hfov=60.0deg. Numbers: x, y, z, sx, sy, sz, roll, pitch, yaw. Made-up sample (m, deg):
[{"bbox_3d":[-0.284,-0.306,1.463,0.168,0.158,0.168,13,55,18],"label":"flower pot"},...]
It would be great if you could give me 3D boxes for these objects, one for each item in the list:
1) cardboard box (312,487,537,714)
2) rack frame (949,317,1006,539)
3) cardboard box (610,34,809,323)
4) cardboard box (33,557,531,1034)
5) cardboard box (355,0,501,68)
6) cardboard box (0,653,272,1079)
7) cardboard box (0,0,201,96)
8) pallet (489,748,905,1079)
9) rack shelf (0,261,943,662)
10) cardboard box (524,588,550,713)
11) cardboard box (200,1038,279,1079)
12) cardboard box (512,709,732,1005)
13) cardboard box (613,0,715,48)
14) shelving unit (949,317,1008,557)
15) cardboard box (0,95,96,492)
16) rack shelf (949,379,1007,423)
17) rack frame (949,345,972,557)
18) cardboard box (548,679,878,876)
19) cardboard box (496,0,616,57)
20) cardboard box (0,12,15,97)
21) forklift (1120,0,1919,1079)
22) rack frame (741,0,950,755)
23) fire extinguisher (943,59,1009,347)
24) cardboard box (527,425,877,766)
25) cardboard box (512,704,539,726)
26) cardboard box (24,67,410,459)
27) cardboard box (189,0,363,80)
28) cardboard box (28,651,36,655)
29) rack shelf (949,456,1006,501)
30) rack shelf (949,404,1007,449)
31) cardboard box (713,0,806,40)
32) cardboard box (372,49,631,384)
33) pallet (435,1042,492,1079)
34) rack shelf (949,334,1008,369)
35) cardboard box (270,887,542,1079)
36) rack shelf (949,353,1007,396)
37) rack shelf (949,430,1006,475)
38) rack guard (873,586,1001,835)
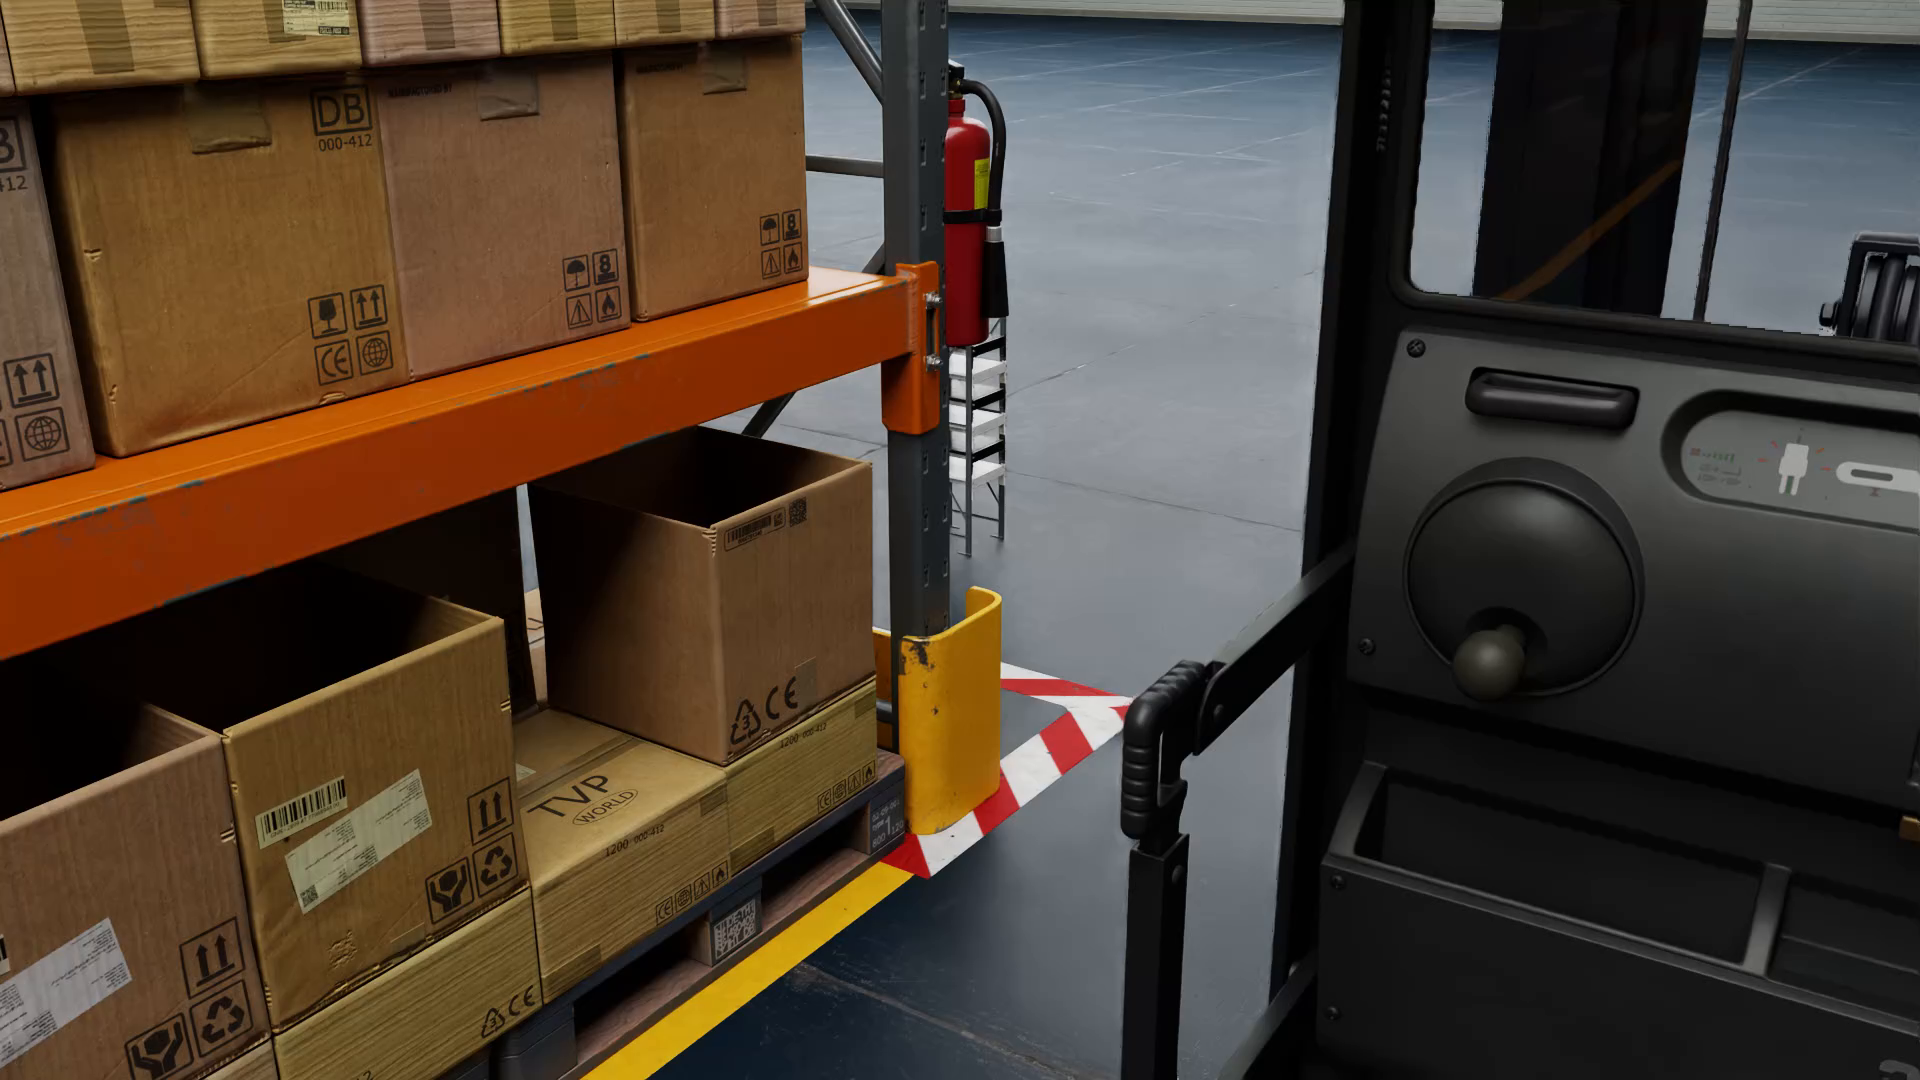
[{"bbox_3d":[-1.234,0.133,3.360,0.500,0.500,0.500,13,24,32],"label":"cardboard box"},{"bbox_3d":[0.053,-0.449,5.681,0.240,0.900,0.006,13,24,32],"label":"rack frame"},{"bbox_3d":[-0.742,-0.778,3.400,0.700,0.500,0.500,13,24,32],"label":"cardboard box"},{"bbox_3d":[-1.075,0.380,2.691,0.500,0.500,0.500,13,24,32],"label":"cardboard box"},{"bbox_3d":[-0.959,-0.846,2.650,0.380,0.149,0.250,14,24,33],"label":"cardboard box"},{"bbox_3d":[-1.357,0.523,2.304,0.500,0.500,0.500,13,24,32],"label":"cardboard box"},{"bbox_3d":[-1.253,-0.695,2.241,0.380,0.149,0.250,14,25,33],"label":"cardboard box"},{"bbox_3d":[-0.865,0.673,3.642,1.003,0.211,1.213,13,24,32],"label":"pallet"},{"bbox_3d":[-1.594,0.049,2.347,1.077,0.370,4.000,13,24,32],"label":"rack shelf"},{"bbox_3d":[-0.955,0.341,3.879,0.500,0.250,0.500,13,24,32],"label":"cardboard box"},{"bbox_3d":[-1.360,0.874,2.436,0.500,0.250,0.500,13,24,32],"label":"cardboard box"},{"bbox_3d":[-0.798,0.587,3.211,0.500,0.250,0.500,13,24,32],"label":"cardboard box"},{"bbox_3d":[-0.673,-0.992,3.043,0.380,0.149,0.250,14,24,33],"label":"cardboard box"},{"bbox_3d":[-0.005,-0.420,5.603,0.258,0.900,0.210,13,24,32],"label":"shelving unit"},{"bbox_3d":[-1.610,-0.333,2.198,0.700,0.500,0.500,14,25,33],"label":"cardboard box"},{"bbox_3d":[-0.005,-0.473,5.583,0.258,0.077,0.200,13,24,32],"label":"rack shelf"},{"bbox_3d":[-0.062,-0.391,5.524,0.240,0.900,0.006,13,24,32],"label":"rack frame"},{"bbox_3d":[-0.526,0.442,3.606,0.500,0.250,0.500,13,24,32],"label":"cardboard box"},{"bbox_3d":[-0.816,-0.918,2.844,0.380,0.149,0.250,13,24,31],"label":"cardboard box"},{"bbox_3d":[-1.397,-0.621,2.042,0.380,0.149,0.250,13,24,31],"label":"cardboard box"},{"bbox_3d":[0.744,0.044,1.422,1.130,2.935,3.031,12,24,30],"label":"forklift"},{"bbox_3d":[-0.469,-0.863,3.773,1.000,3.000,0.127,13,24,32],"label":"rack frame"},{"bbox_3d":[-0.019,-0.770,3.633,0.296,0.674,0.183,13,24,32],"label":"fire extinguisher"},{"bbox_3d":[-0.525,0.090,3.474,0.500,0.500,0.500,13,24,32],"label":"cardboard box"},{"bbox_3d":[-1.233,0.485,3.489,0.500,0.250,0.500,13,24,32],"label":"cardboard box"},{"bbox_3d":[-1.318,-0.485,2.608,0.700,0.500,0.500,13,24,32],"label":"cardboard box"},{"bbox_3d":[-1.107,-0.771,2.446,0.380,0.149,0.250,14,25,33],"label":"cardboard box"},{"bbox_3d":[-1.505,0.279,2.965,0.500,0.500,0.500,13,24,32],"label":"cardboard box"},{"bbox_3d":[-0.005,-0.220,5.677,0.258,0.077,0.200,13,24,32],"label":"rack shelf"},{"bbox_3d":[-0.005,-0.388,5.614,0.258,0.077,0.200,13,24,32],"label":"rack shelf"},{"bbox_3d":[-0.527,-1.067,3.246,0.380,0.149,0.250,13,24,31],"label":"cardboard box"},{"bbox_3d":[-1.034,-0.626,2.991,0.700,0.500,0.500,14,24,33],"label":"cardboard box"},{"bbox_3d":[-1.551,1.021,2.699,1.003,0.211,1.213,13,24,32],"label":"pallet"},{"bbox_3d":[-0.005,-0.642,5.520,0.258,0.077,0.200,13,24,32],"label":"rack shelf"},{"bbox_3d":[-1.077,0.731,2.823,0.500,0.250,0.500,13,24,32],"label":"cardboard box"},{"bbox_3d":[-0.005,-0.557,5.552,0.258,0.077,0.200,13,24,32],"label":"rack shelf"},{"bbox_3d":[-0.005,-0.304,5.645,0.258,0.077,0.200,13,24,32],"label":"rack shelf"},{"bbox_3d":[-0.456,0.303,4.225,1.175,0.500,0.348,13,24,32],"label":"rack guard"}]
